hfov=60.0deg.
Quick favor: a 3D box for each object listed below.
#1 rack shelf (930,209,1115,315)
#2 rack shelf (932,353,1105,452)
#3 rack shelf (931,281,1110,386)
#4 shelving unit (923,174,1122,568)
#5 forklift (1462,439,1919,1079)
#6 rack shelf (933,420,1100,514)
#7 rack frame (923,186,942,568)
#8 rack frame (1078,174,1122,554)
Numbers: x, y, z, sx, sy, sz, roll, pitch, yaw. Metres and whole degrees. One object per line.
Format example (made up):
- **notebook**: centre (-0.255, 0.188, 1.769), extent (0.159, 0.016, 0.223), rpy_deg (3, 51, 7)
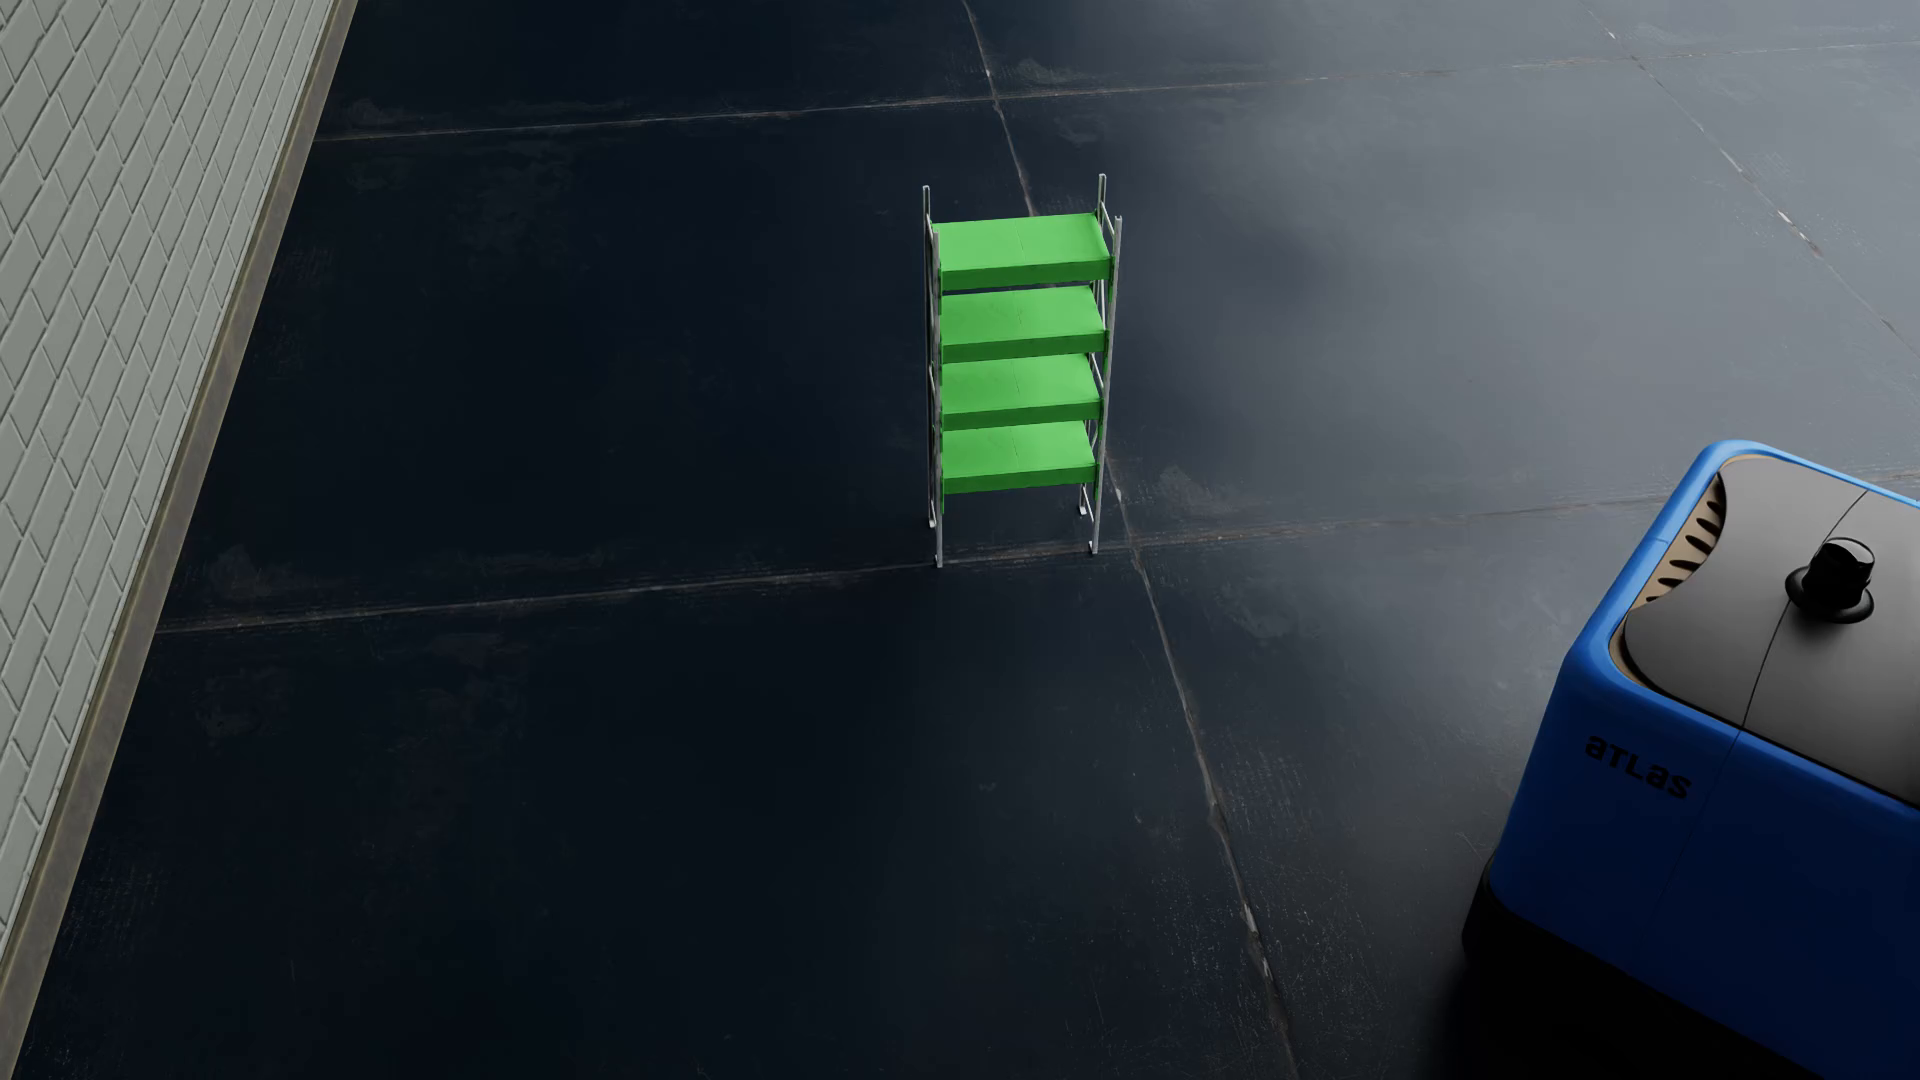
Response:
- **rack shelf**: centre (0.164, -0.769, 4.585), extent (0.480, 0.148, 0.258), rpy_deg (-5, 42, -6)
- **rack shelf**: centre (0.164, -0.412, 4.907), extent (0.480, 0.148, 0.258), rpy_deg (-5, 42, -6)
- **rack shelf**: centre (0.164, -0.591, 4.746), extent (0.480, 0.148, 0.258), rpy_deg (-5, 42, -6)
- **shelving unit**: centre (0.164, -0.460, 4.864), extent (0.503, 1.200, 0.258), rpy_deg (-5, 42, -6)
- **forklift**: centre (2.707, 0.296, 2.734), extent (3.031, 2.935, 1.130), rpy_deg (27, 48, 26)
- **rack shelf**: centre (0.164, -0.234, 5.068), extent (0.480, 0.148, 0.258), rpy_deg (-5, 42, -6)
- **rack frame**: centre (-0.078, -0.439, 4.841), extent (0.015, 1.200, 0.240), rpy_deg (-5, 42, -6)
- **rack frame**: centre (0.406, -0.481, 4.888), extent (0.015, 1.200, 0.240), rpy_deg (-5, 42, -6)
